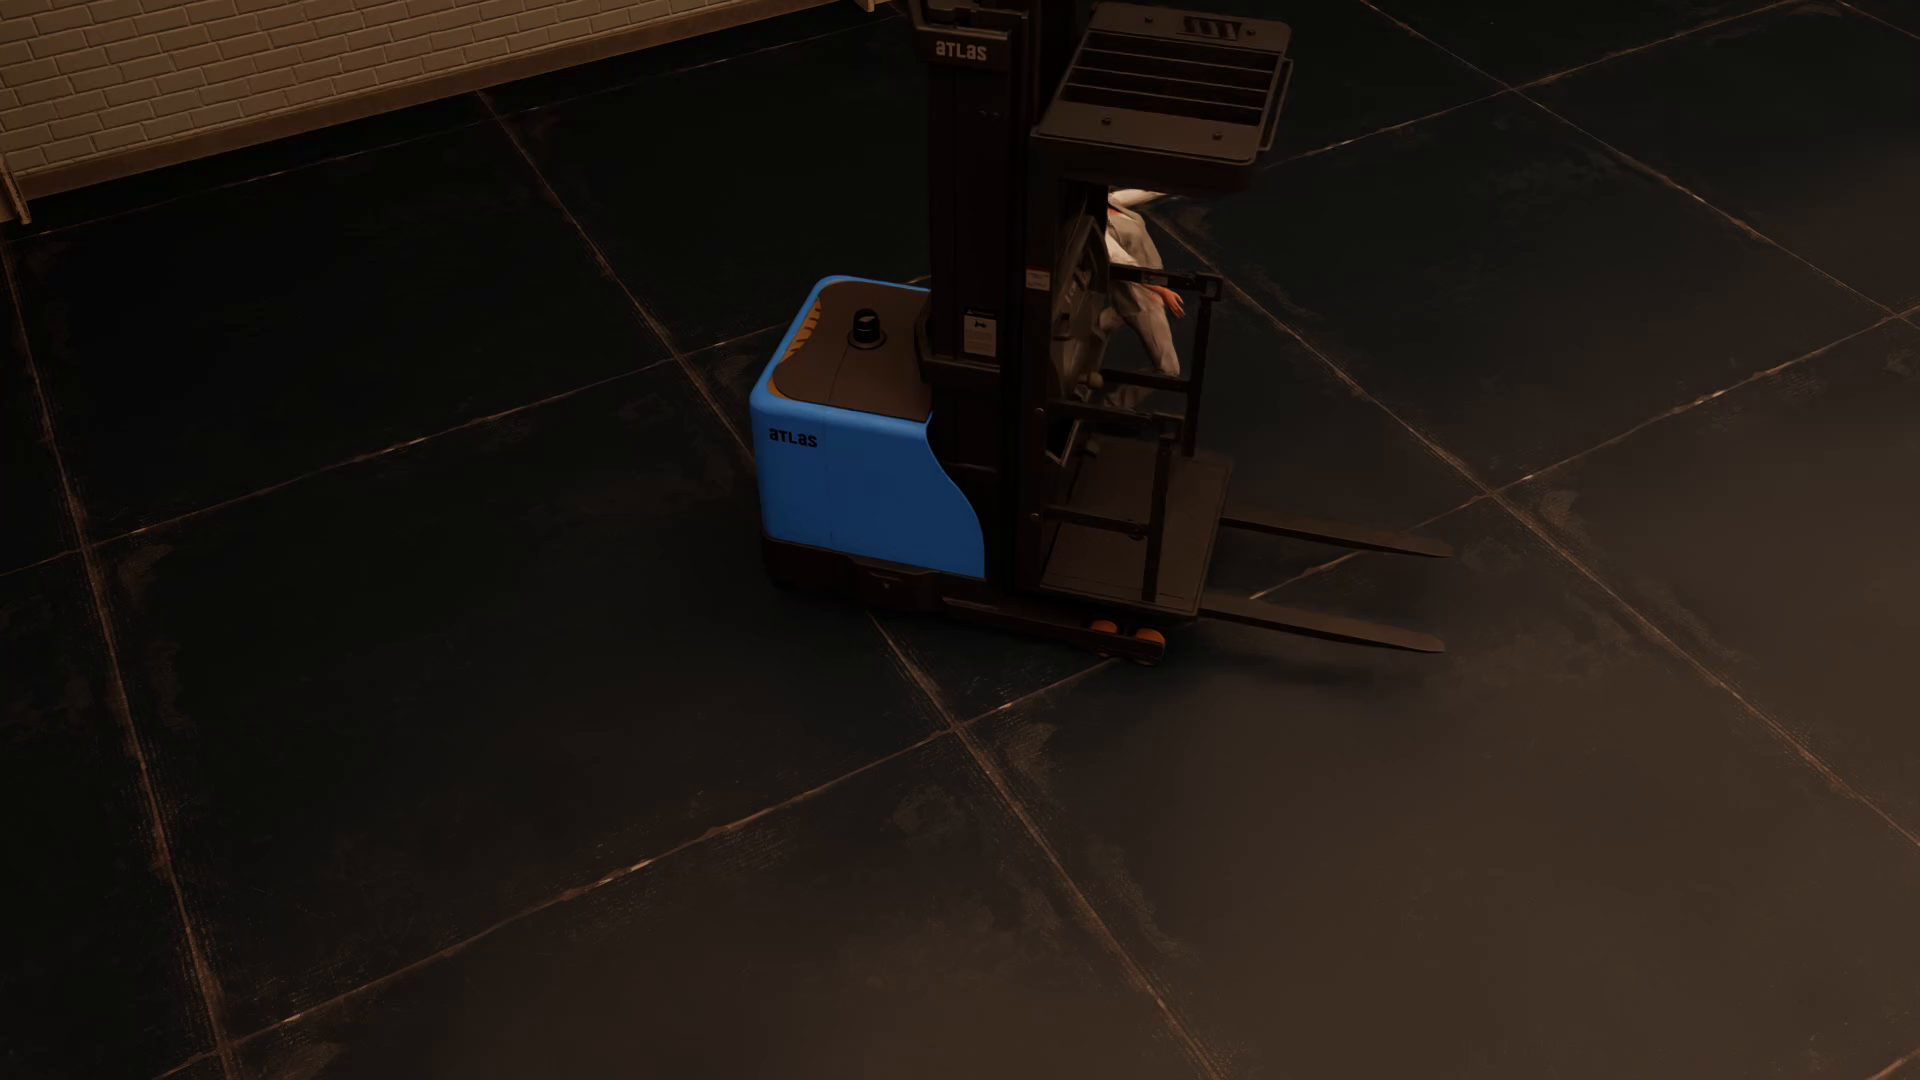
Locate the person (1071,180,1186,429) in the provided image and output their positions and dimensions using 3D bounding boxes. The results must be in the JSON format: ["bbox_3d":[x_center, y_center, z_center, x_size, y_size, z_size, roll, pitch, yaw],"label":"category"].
[{"bbox_3d":[0.841,-1.114,8.025,0.686,1.366,0.917,-6,43,-6],"label":"person"}]

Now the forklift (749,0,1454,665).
[{"bbox_3d":[0.676,-0.932,6.703,3.031,2.935,1.130,11,44,11],"label":"forklift"}]
